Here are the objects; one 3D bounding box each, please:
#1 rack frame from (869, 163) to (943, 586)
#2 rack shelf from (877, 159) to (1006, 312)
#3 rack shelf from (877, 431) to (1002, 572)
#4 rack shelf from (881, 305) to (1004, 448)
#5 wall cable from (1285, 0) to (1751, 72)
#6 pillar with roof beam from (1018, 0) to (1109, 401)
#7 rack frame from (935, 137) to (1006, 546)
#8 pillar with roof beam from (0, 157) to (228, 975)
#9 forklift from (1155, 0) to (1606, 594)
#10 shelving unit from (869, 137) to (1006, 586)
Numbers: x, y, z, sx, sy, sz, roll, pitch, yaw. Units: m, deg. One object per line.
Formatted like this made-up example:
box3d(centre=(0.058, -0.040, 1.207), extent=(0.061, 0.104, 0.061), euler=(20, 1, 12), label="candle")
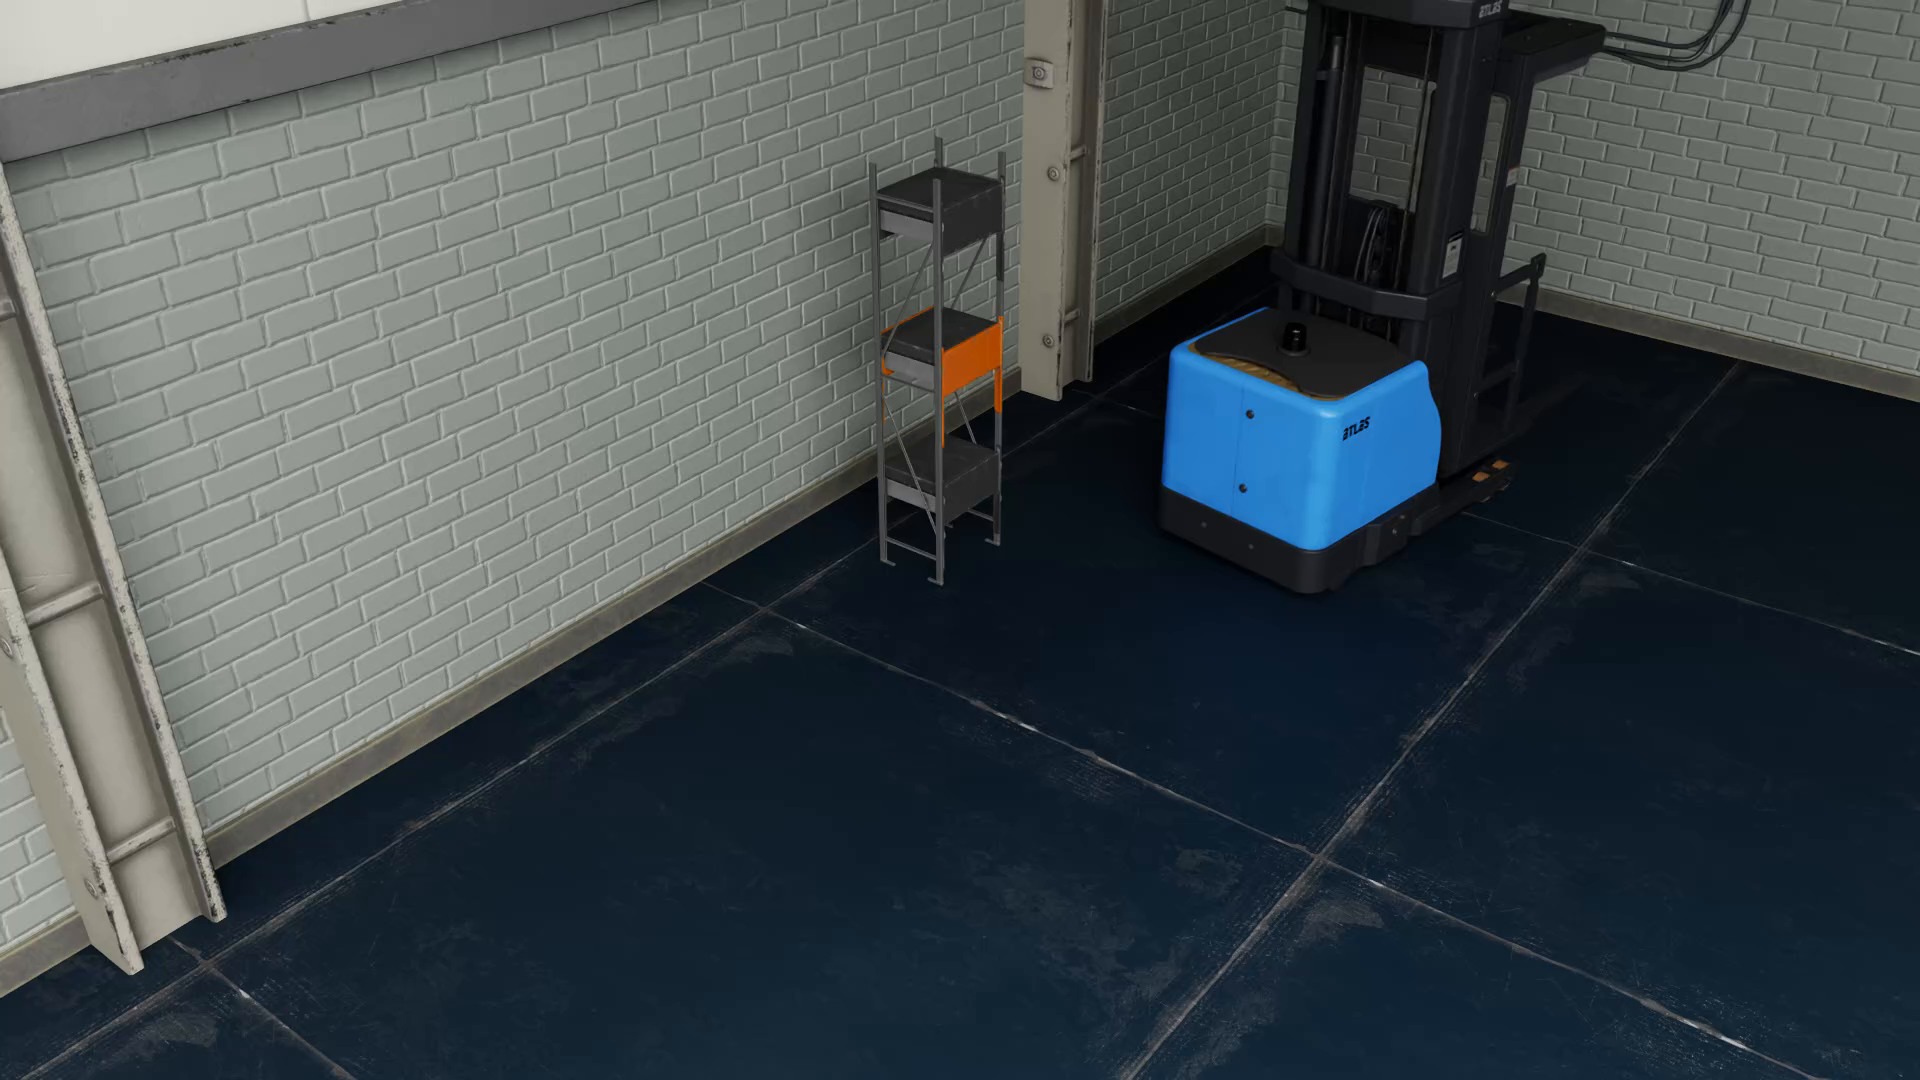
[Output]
box3d(centre=(-0.247, -0.737, 7.934), extent=(0.400, 2.100, 0.015), euler=(21, 37, 31), label="rack frame")
box3d(centre=(-0.100, -1.426, 7.751), extent=(0.431, 0.518, 0.480), euler=(21, 37, 31), label="rack shelf")
box3d(centre=(-0.100, -0.222, 8.465), extent=(0.431, 0.518, 0.480), euler=(21, 37, 31), label="rack shelf")
box3d(centre=(-0.100, -0.824, 8.108), extent=(0.431, 0.518, 0.480), euler=(21, 37, 31), label="rack shelf")
box3d(centre=(3.426, -4.302, 10.229), extent=(3.097, 2.526, 0.112), euler=(21, 37, 31), label="wall cable")
box3d(centre=(4.025, -3.523, 5.868), extent=(9.100, 9.000, 0.400), euler=(21, 37, 31), label="pillar with roof beam")
box3d(centre=(0.047, -0.935, 8.268), extent=(0.400, 2.100, 0.015), euler=(21, 37, 31), label="rack frame")
box3d(centre=(0.404, -1.084, 1.752), extent=(9.100, 9.000, 0.400), euler=(21, 37, 31), label="pillar with roof beam")
box3d(centre=(2.443, -1.638, 8.640), extent=(3.031, 2.935, 1.130), euler=(-26, 39, -37), label="forklift")
box3d(centre=(-0.100, -0.836, 8.101), extent=(0.431, 2.100, 0.503), euler=(21, 37, 31), label="shelving unit")
